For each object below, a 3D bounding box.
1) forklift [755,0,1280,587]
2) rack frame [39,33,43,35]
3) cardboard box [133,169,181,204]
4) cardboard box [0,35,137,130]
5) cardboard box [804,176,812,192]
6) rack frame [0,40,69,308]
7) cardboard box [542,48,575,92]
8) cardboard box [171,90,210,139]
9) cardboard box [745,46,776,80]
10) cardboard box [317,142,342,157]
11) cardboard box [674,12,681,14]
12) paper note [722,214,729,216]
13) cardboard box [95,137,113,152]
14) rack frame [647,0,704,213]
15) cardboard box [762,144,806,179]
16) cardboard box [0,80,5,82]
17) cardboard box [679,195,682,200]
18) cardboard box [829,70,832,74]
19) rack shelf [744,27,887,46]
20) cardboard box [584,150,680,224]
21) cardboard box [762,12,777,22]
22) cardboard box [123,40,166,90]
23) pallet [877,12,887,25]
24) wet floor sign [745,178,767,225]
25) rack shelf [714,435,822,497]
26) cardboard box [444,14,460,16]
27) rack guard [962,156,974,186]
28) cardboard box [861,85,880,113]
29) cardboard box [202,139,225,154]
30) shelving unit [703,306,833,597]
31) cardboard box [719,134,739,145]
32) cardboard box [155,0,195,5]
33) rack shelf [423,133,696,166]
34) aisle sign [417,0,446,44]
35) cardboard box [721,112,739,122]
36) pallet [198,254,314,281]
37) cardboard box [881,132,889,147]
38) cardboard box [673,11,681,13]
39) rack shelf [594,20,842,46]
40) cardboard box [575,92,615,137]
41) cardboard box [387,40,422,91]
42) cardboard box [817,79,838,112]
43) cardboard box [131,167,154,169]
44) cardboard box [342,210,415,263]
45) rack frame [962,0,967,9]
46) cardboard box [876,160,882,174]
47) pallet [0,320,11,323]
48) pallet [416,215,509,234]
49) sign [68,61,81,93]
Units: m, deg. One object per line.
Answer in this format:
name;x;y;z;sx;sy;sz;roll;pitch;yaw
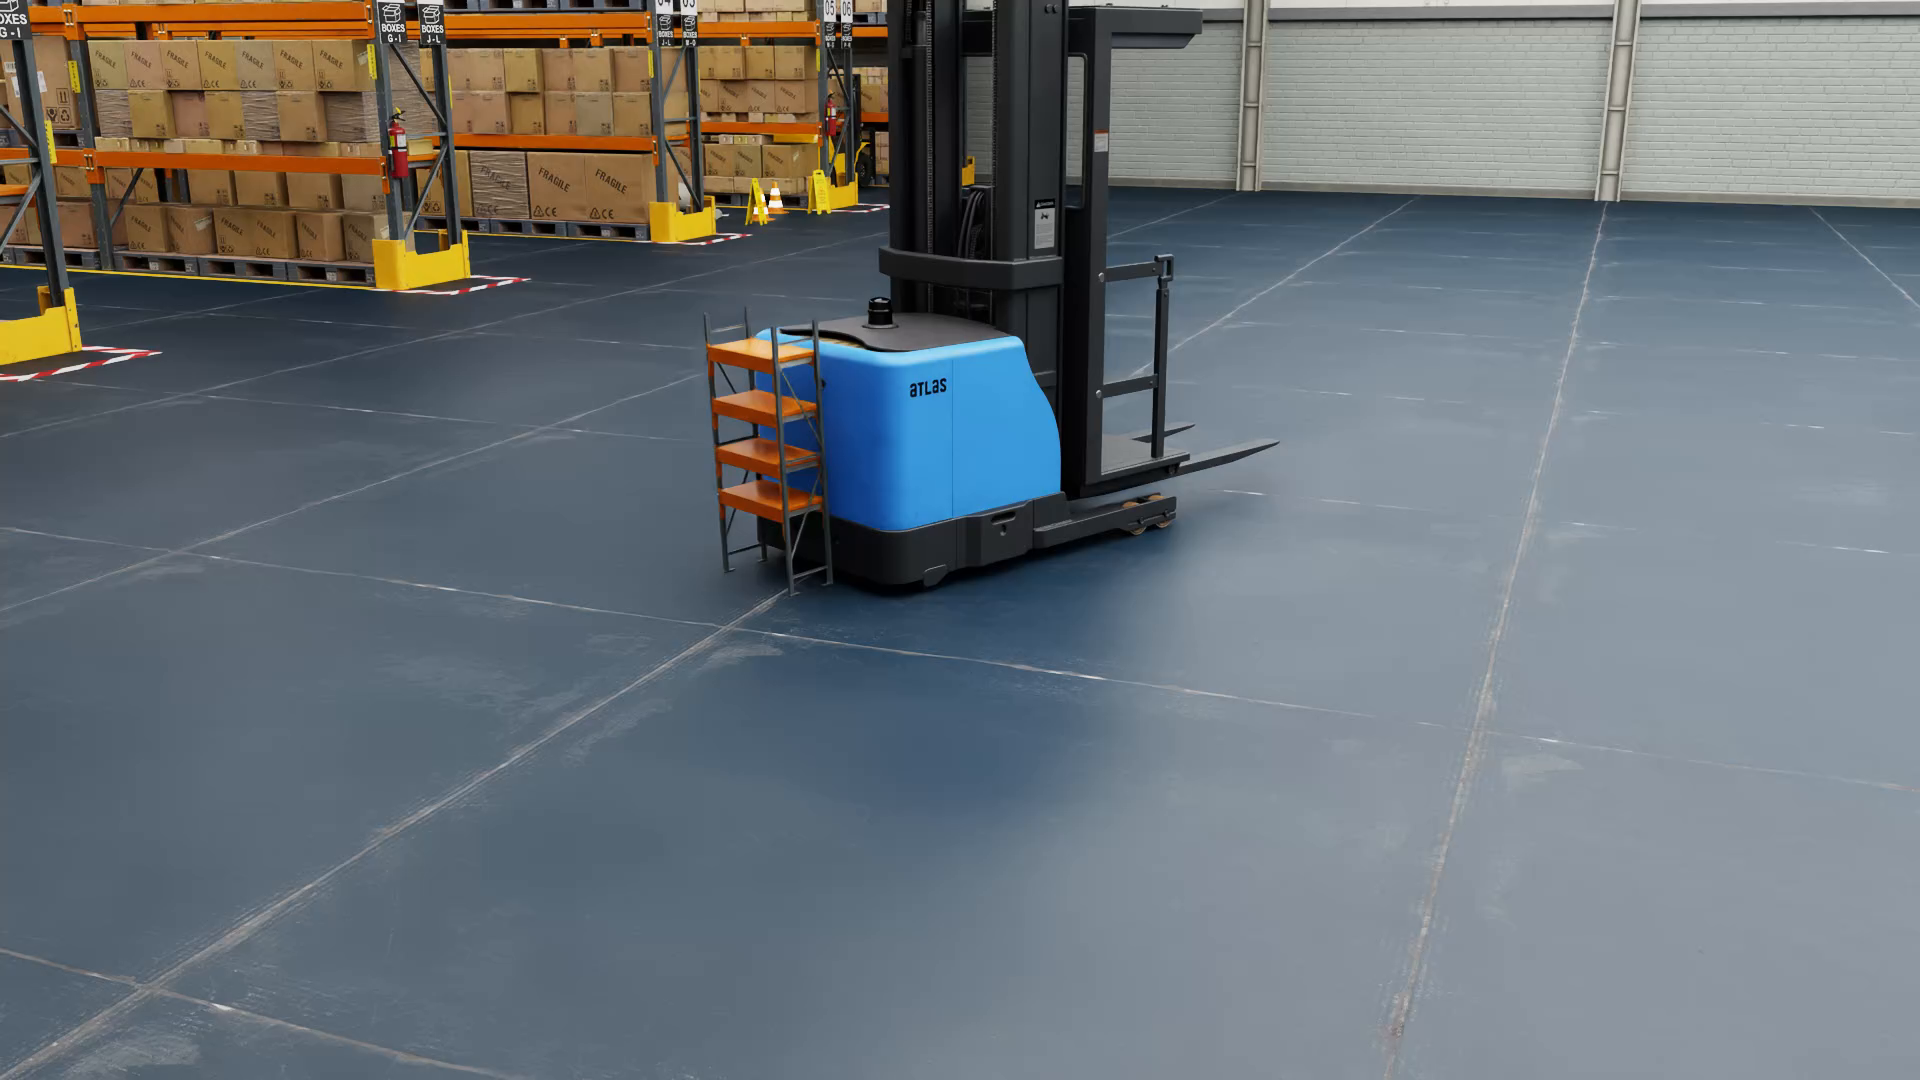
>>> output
forklift;0.455;-1.526;8.173;3.031;2.935;1.130;-15;22;-41
rack frame;-16.811;-8.348;31.549;0.127;3.000;1.000;6;17;21
cardboard box;-11.800;-5.236;24.561;0.500;0.500;0.500;6;17;20
cardboard box;-9.972;-5.158;18.731;1.000;1.000;1.000;6;17;21
cardboard box;-2.576;-5.747;26.768;0.500;0.250;0.500;6;17;20
rack frame;-7.381;-2.857;12.633;0.127;3.000;1.000;6;17;21
cardboard box;-4.997;-6.181;21.878;0.550;0.550;0.875;6;17;21
cardboard box;-7.934;-4.594;17.905;0.500;0.500;0.875;6;17;21
cardboard box;-2.951;-7.432;25.887;0.500;0.500;0.700;6;17;21
cardboard box;-6.388;-4.034;17.140;0.250;0.149;0.380;6;17;21
cardboard box;-4.281;-8.190;26.076;0.250;0.149;0.380;6;17;20
paper note;-3.537;-4.866;24.880;0.142;0.019;0.148;0;16;1
cardboard box;-9.195;-4.330;18.158;0.250;0.149;0.380;6;17;21
rack frame;-3.650;-5.417;21.454;0.127;3.000;1.000;6;17;21
cardboard box;-2.768;-5.967;26.181;0.500;0.500;0.500;6;17;21
cardboard box;-14.116;-6.798;24.840;0.250;0.149;0.380;6;17;21
cardboard box;-4.490;-5.036;24.617;0.637;0.503;0.797;-5;17;-18
cardboard box;-2.416;-8.690;30.850;0.250;0.149;0.380;6;17;20
rack shelf;-1.970;-9.299;30.734;4.000;0.370;1.077;6;17;21
cardboard box;-4.305;-4.651;21.871;0.875;0.875;0.875;6;17;21
cardboard box;-2.840;-8.048;25.587;0.250;0.149;0.380;7;18;22
cardboard box;-8.494;-5.059;17.712;0.500;0.500;0.500;6;17;21
pallet;-0.758;-9.476;30.214;1.213;0.211;1.003;6;17;21
wet floor sign;-2.896;-4.797;23.541;0.232;0.644;0.267;3;17;11
rack shelf;-0.845;-0.335;7.396;0.258;0.148;0.480;-18;24;-40
cardboard box;-8.491;-8.919;27.955;0.500;0.500;0.700;6;17;21
rack guard;-0.087;-6.796;30.687;0.348;0.500;1.175;6;17;21
cardboard box;-1.620;-8.137;30.643;0.500;0.500;0.500;6;17;20
cardboard box;-7.795;-4.180;17.642;0.250;0.149;0.380;6;17;21
shelving unit;-0.848;-0.399;7.375;0.258;1.200;0.503;-18;24;-40
cardboard box;-3.612;-6.353;26.346;0.250;0.149;0.380;7;18;23
cardboard box;-8.008;-5.700;17.317;0.500;0.250;0.500;6;17;18
rack shelf;-5.510;-5.276;22.259;4.000;0.370;1.077;6;17;21
aisle sign;-5.396;-5.461;16.942;0.004;0.787;0.394;6;17;21
cardboard box;-3.569;-6.686;26.275;0.250;0.149;0.380;6;17;20
pallet;-7.508;-3.027;18.223;1.213;0.211;1.003;6;17;21
cardboard box;-1.130;-7.377;30.591;0.500;0.250;0.500;7;17;22
cardboard box;-4.395;-8.411;26.121;0.500;0.250;0.500;6;17;21
rack shelf;-3.788;-8.011;26.298;4.000;0.370;1.077;6;17;21
cardboard box;-4.531;-5.566;21.697;0.550;0.550;0.875;6;17;21
cardboard box;-5.975;-4.939;17.301;0.500;0.500;0.500;6;17;21
cardboard box;-2.266;-7.023;26.271;0.500;0.500;0.500;6;17;20
cardboard box;-11.824;-5.599;24.465;0.500;0.250;0.500;6;17;19
cardboard box;-6.138;-3.211;17.583;0.500;0.500;0.500;10;19;31
rack frame;-0.110;-10.880;29.511;0.127;3.000;1.000;6;17;21
cardboard box;-1.584;-6.953;30.923;0.500;0.250;0.500;6;17;21
pallet;-8.223;-1.598;13.298;1.213;0.211;1.003;6;17;21
pallet;-6.692;-4.389;22.914;1.213;0.211;1.003;6;17;21
sign;-9.485;-4.962;17.809;0.005;0.325;0.100;6;17;21
